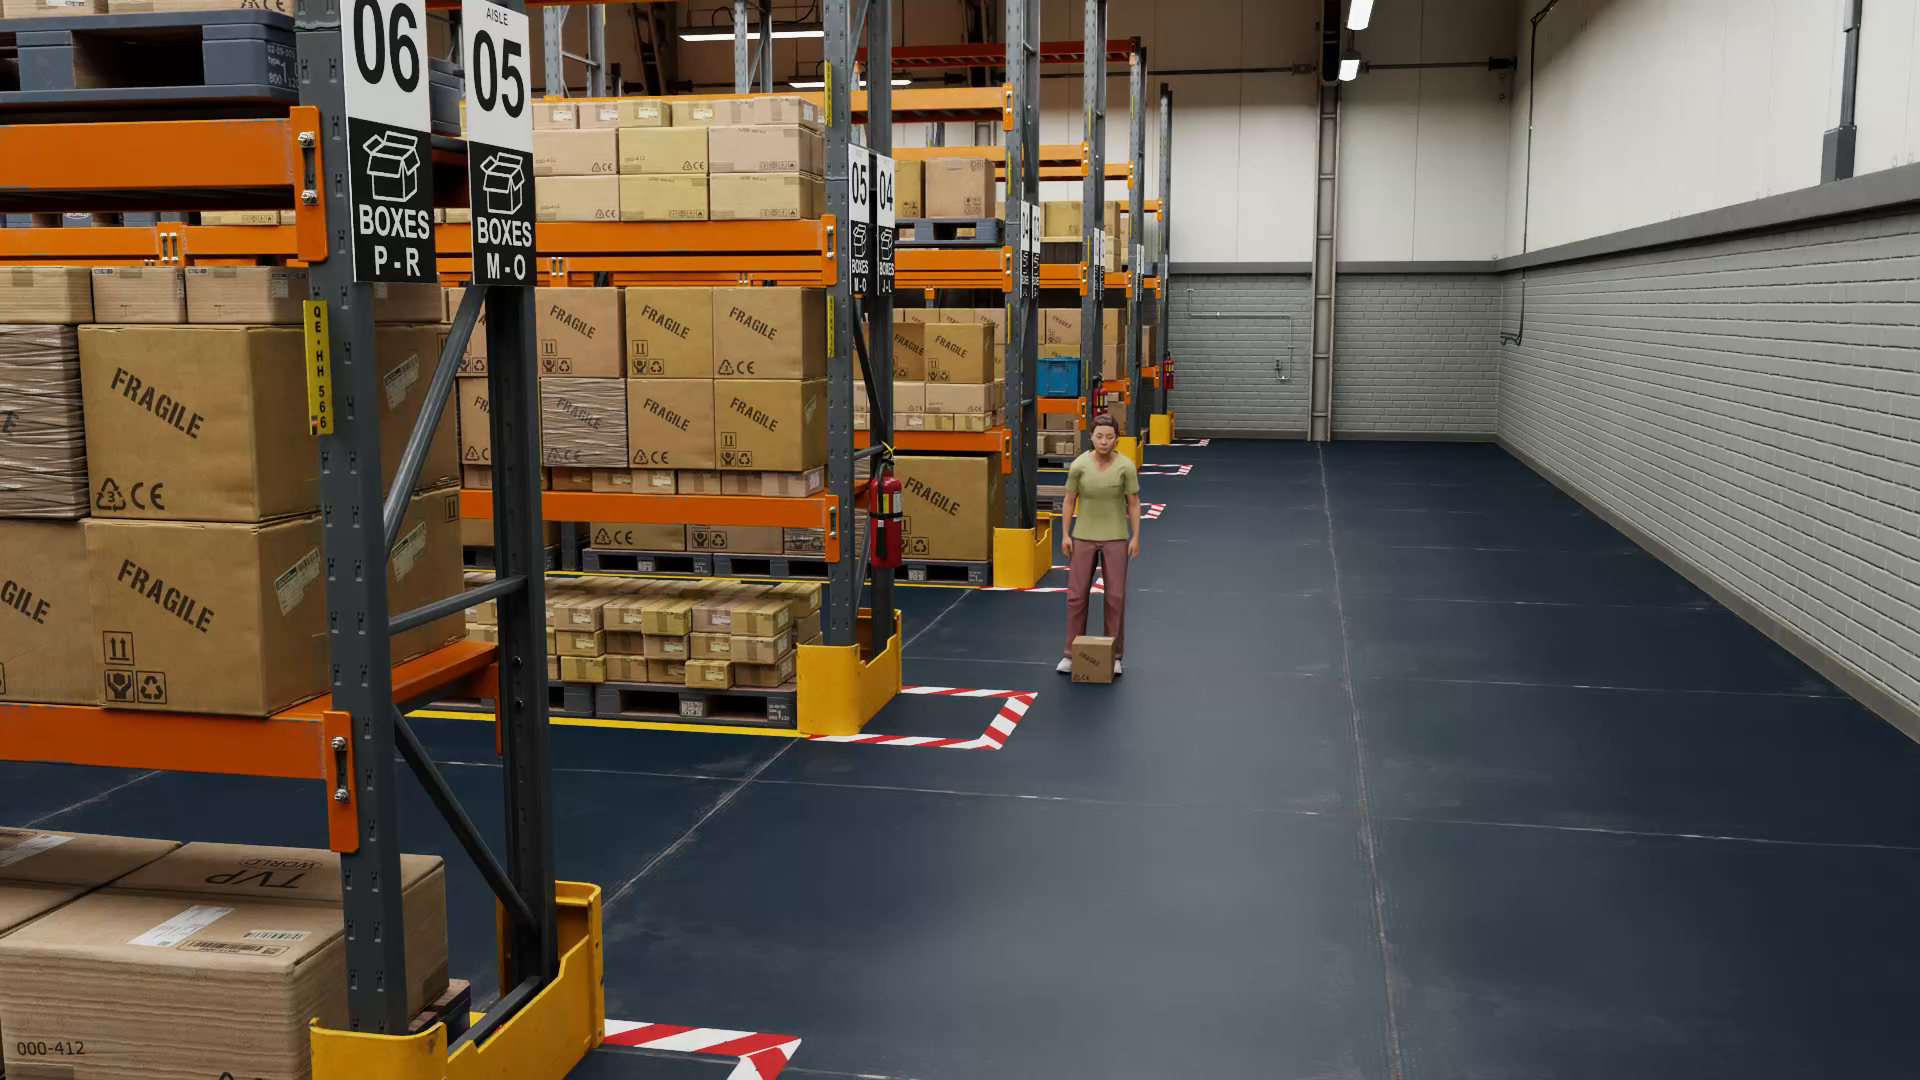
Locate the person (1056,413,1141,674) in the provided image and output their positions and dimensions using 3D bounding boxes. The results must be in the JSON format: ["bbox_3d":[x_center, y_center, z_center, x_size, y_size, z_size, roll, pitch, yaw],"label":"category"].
[{"bbox_3d":[0.897,0.019,10.690,0.521,1.671,0.360,1,8,8],"label":"person"}]
